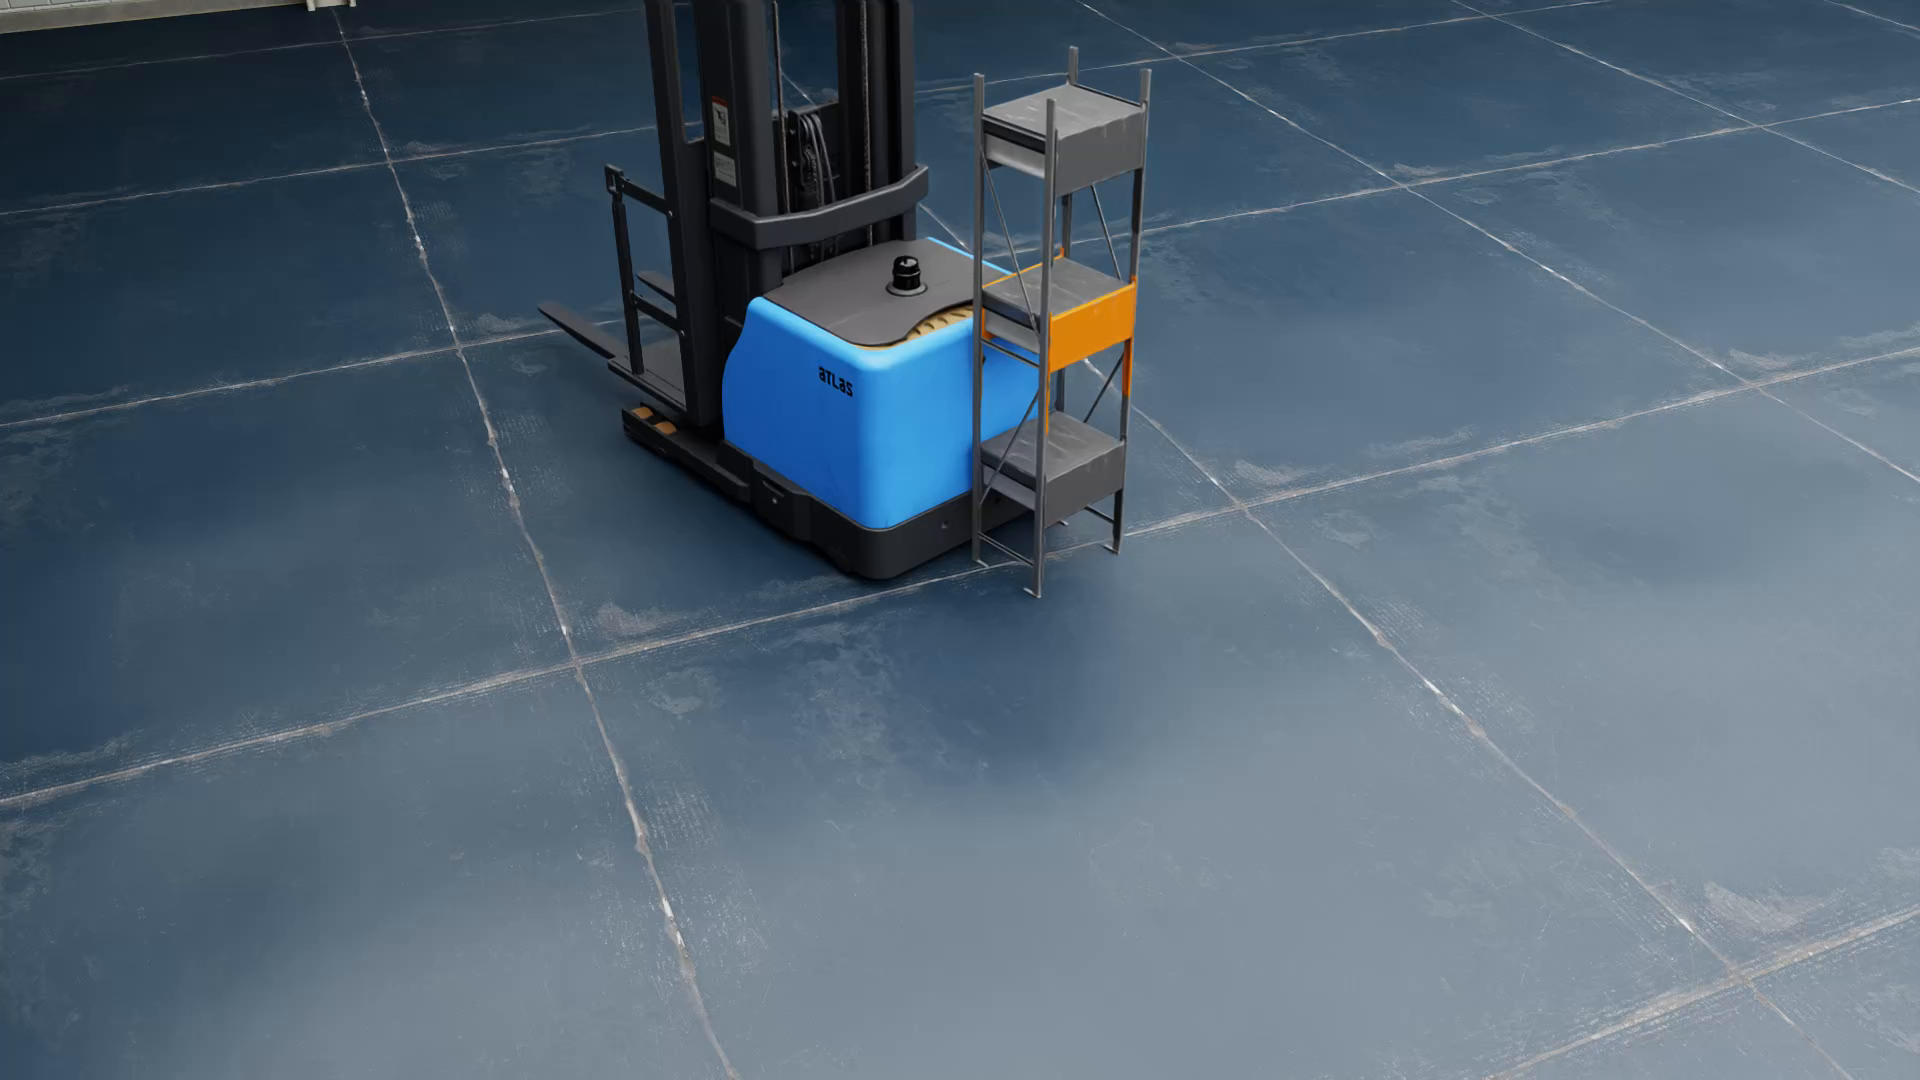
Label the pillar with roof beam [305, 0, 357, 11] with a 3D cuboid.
[{"bbox_3d":[-3.772,-6.241,8.590,0.400,9.000,9.100,-13,35,-19],"label":"pillar with roof beam"}]

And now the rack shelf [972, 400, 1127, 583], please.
[{"bbox_3d":[0.371,-0.208,6.953,0.480,0.518,0.431,-27,42,-35],"label":"rack shelf"}]

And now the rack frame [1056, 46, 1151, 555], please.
[{"bbox_3d":[0.550,-0.897,6.703,0.015,2.100,0.400,-27,42,-35],"label":"rack frame"}]

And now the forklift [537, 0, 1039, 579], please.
[{"bbox_3d":[-0.965,-1.786,7.308,1.130,2.935,3.031,-26,41,-34],"label":"forklift"}]

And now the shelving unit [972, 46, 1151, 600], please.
[{"bbox_3d":[0.372,-0.806,6.564,0.503,2.100,0.431,-27,42,-35],"label":"shelving unit"}]

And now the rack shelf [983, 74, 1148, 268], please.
[{"bbox_3d":[0.372,-1.382,6.190,0.480,0.518,0.431,-27,42,-35],"label":"rack shelf"}]

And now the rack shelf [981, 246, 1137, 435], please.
[{"bbox_3d":[0.372,-0.795,6.572,0.480,0.518,0.431,-27,42,-35],"label":"rack shelf"}]

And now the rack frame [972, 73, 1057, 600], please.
[{"bbox_3d":[0.193,-0.716,6.425,0.015,2.100,0.400,-27,42,-35],"label":"rack frame"}]
